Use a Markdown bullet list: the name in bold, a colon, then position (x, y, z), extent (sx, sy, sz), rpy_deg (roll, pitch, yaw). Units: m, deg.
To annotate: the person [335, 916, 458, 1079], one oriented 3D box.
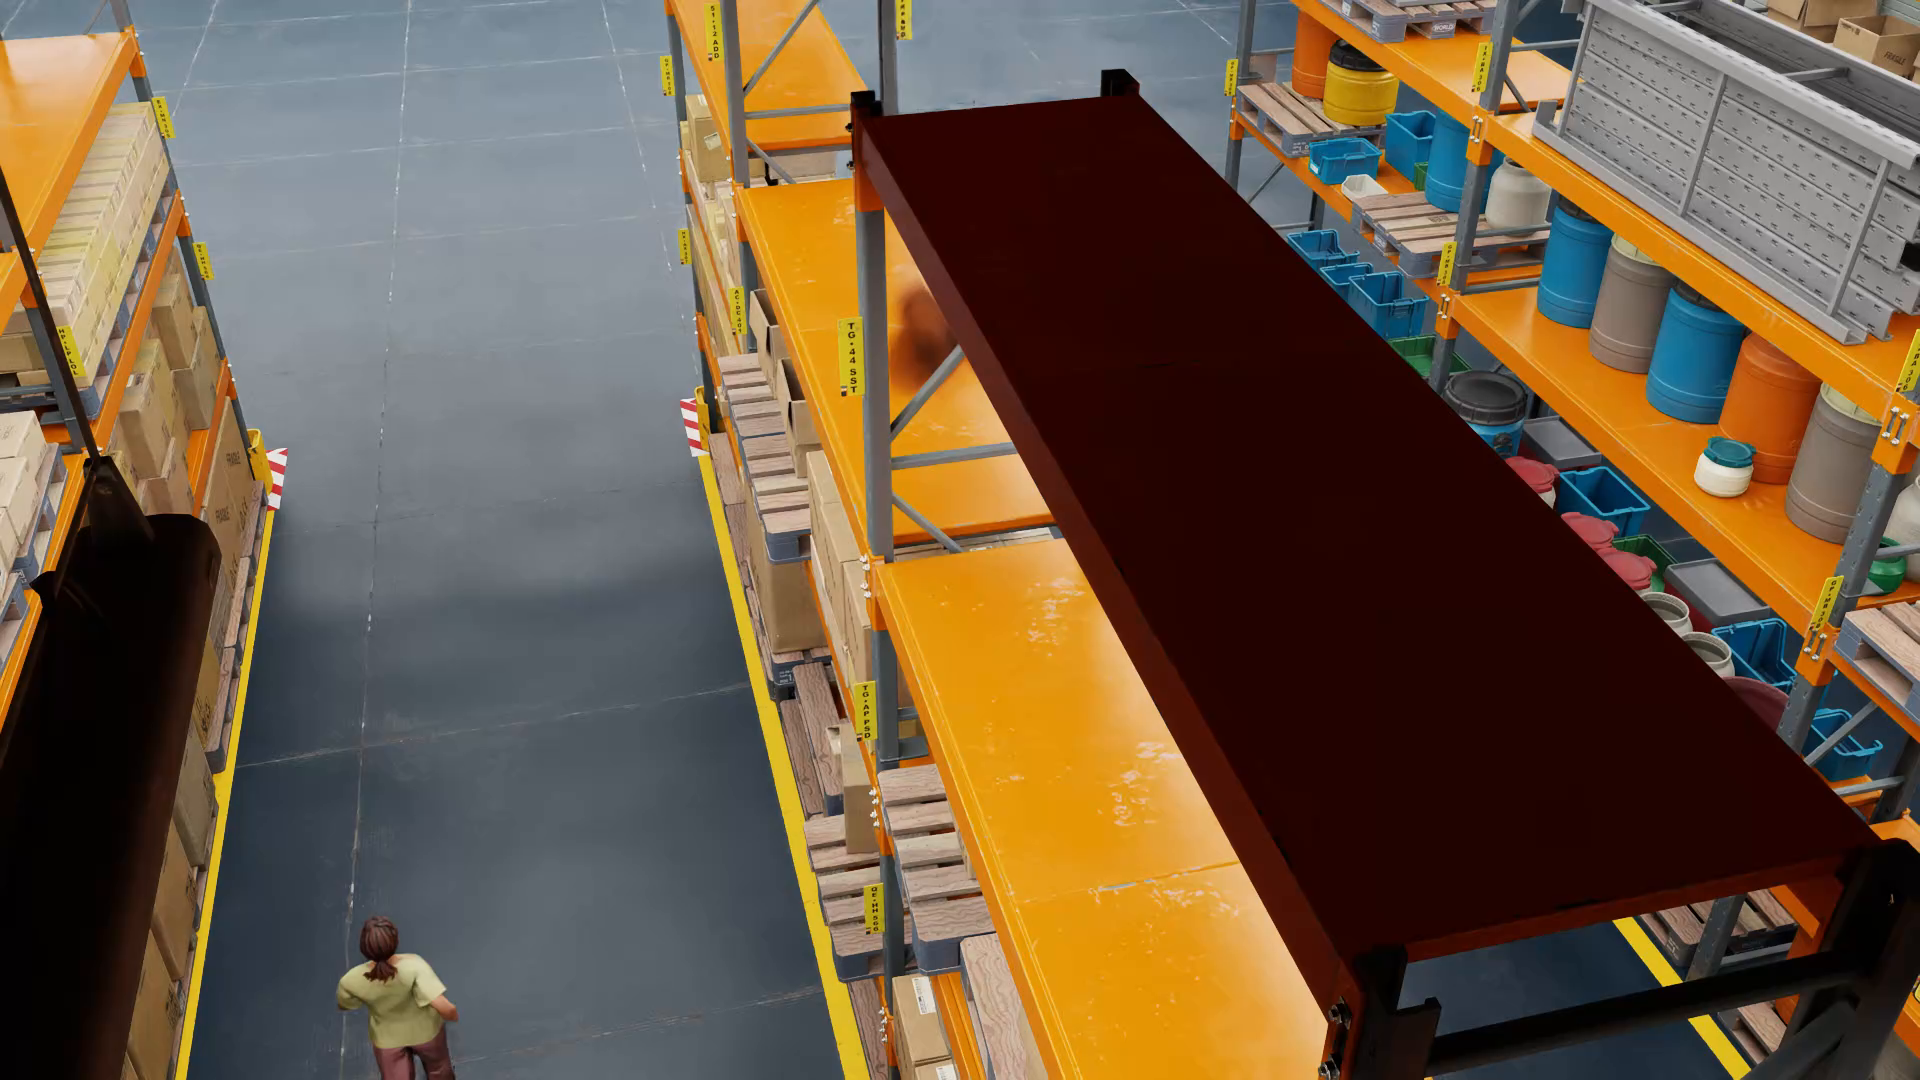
- **person**: position (-2.794, 2.500, 8.406), extent (0.568, 1.688, 0.876), rpy_deg (-10, 36, -15)
